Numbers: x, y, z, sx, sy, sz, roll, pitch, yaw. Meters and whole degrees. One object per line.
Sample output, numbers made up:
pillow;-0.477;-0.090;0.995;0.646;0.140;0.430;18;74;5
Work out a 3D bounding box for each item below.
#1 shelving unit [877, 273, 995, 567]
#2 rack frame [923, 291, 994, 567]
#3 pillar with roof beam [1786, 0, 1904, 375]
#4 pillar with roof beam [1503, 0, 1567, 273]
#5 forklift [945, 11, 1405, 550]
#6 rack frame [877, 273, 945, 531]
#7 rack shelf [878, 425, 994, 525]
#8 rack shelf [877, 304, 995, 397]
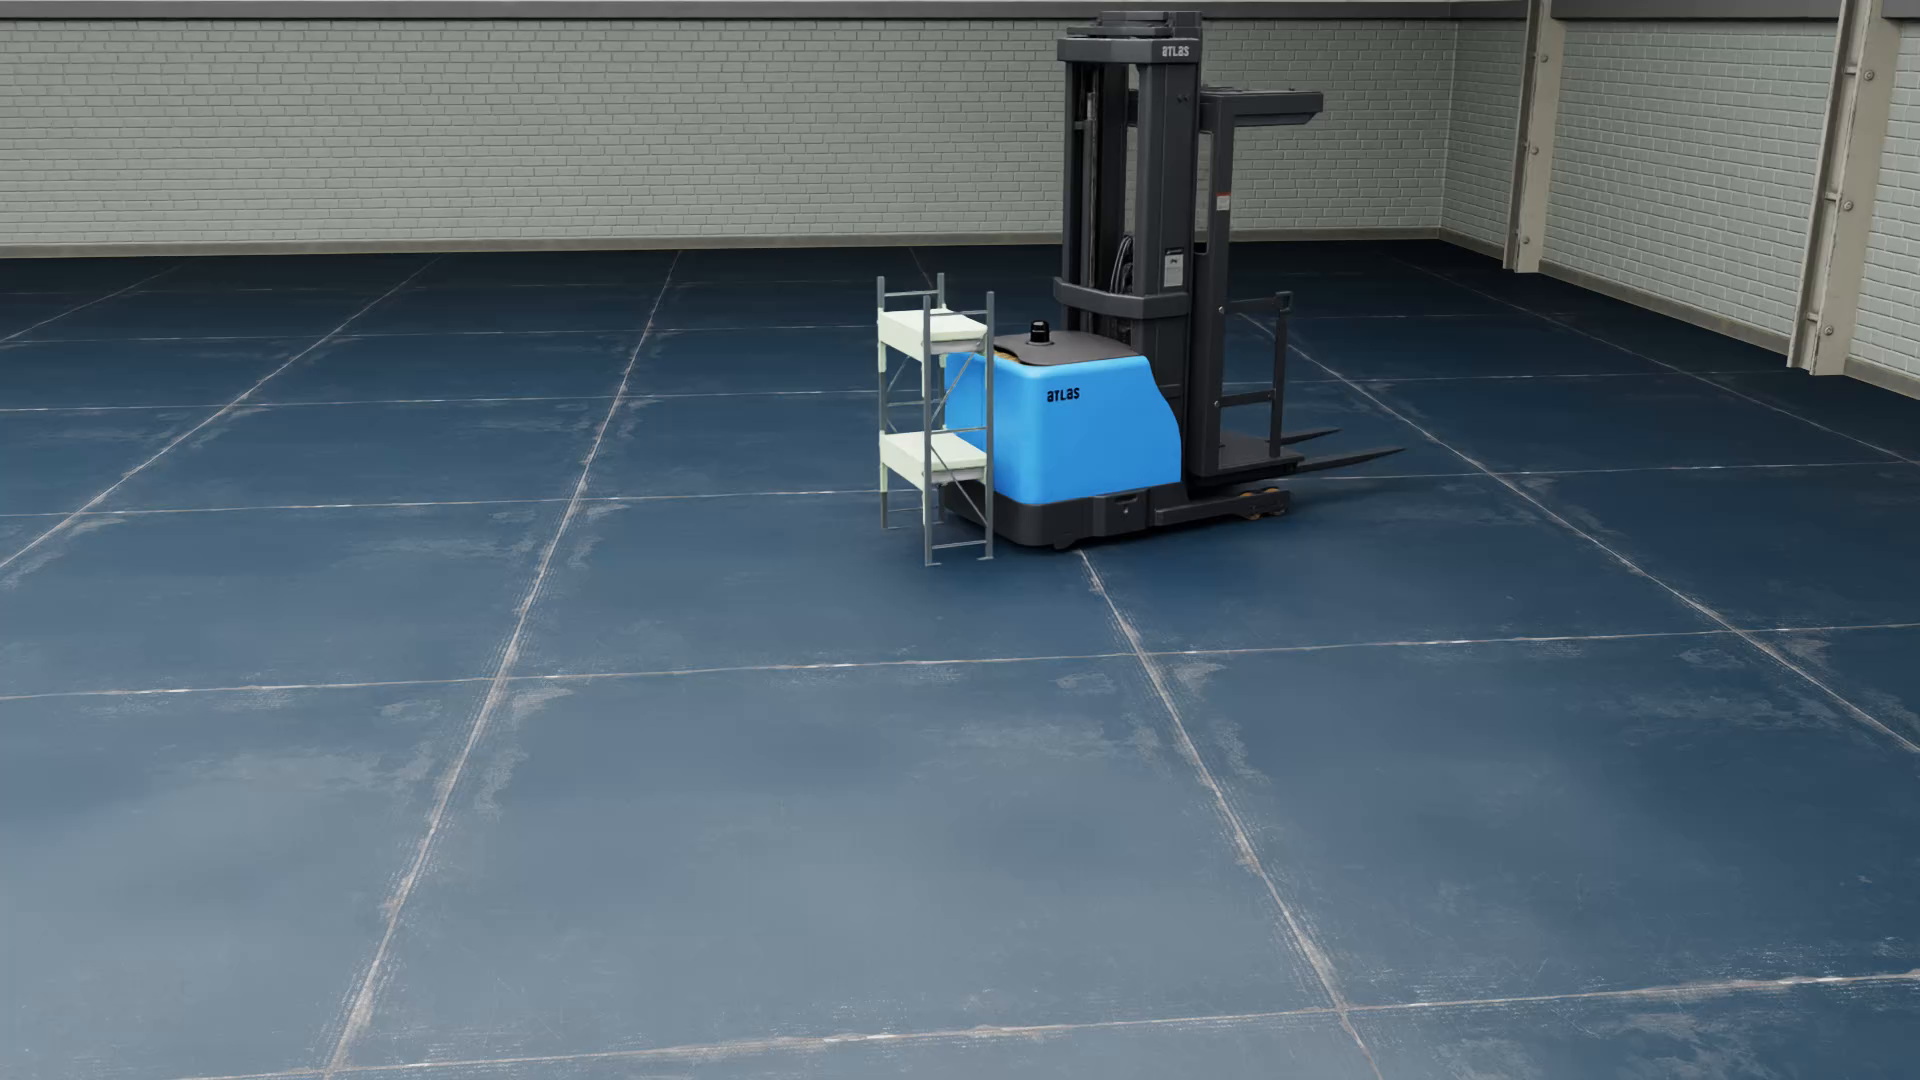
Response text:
shelving unit;-0.143;-0.693;9.382;0.431;1.500;0.755;-7;19;-21
rack frame;-0.006;-0.592;9.058;0.400;1.500;0.023;-7;19;-21
pillar with roof beam;3.101;-5.625;12.570;9.100;9.000;0.400;-2;18;-6
pillar with roof beam;2.483;-7.412;18.264;9.100;9.000;0.400;-2;18;-6
forklift;1.428;-1.644;10.022;3.031;2.935;1.130;-10;20;-28
rack frame;-0.279;-0.795;9.706;0.400;1.500;0.023;-7;19;-21
rack shelf;-0.143;-0.382;9.479;0.431;0.370;0.720;-7;19;-21
rack shelf;-0.143;-1.066;9.265;0.431;0.370;0.720;-7;19;-21
